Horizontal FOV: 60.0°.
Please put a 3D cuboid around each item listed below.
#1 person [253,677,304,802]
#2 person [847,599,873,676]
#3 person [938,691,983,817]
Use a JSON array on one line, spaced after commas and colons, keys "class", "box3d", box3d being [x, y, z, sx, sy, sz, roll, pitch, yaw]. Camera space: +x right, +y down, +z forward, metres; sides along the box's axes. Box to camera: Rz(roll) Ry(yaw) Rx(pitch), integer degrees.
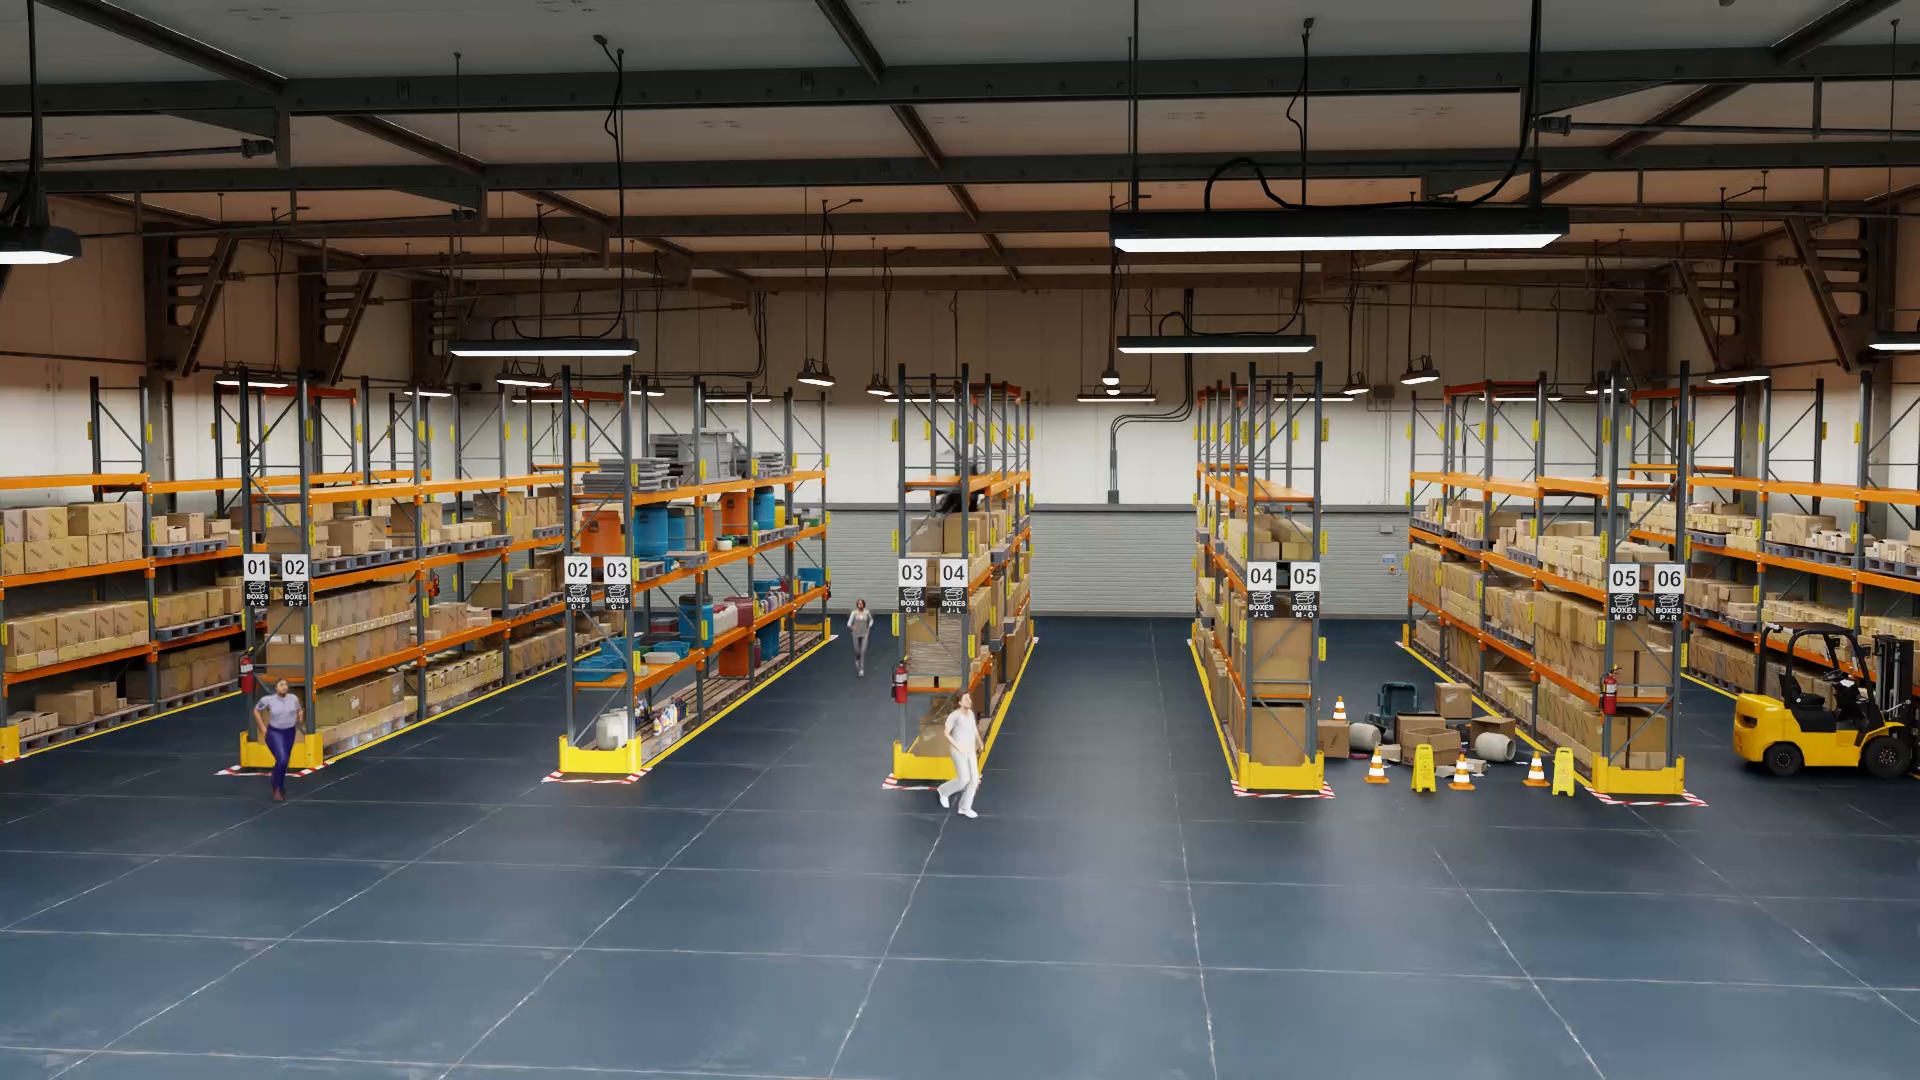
[{"class": "person", "box3d": [-9.319, 2.726, 22.858, 0.746, 1.700, 0.596, 3, 5, 37]}, {"class": "person", "box3d": [-2.056, 1.993, 34.397, 0.548, 1.575, 0.802, 0, 4, -7]}, {"class": "person", "box3d": [0.009, 2.786, 21.867, 0.616, 1.646, 0.586, 4, 5, 44]}]
